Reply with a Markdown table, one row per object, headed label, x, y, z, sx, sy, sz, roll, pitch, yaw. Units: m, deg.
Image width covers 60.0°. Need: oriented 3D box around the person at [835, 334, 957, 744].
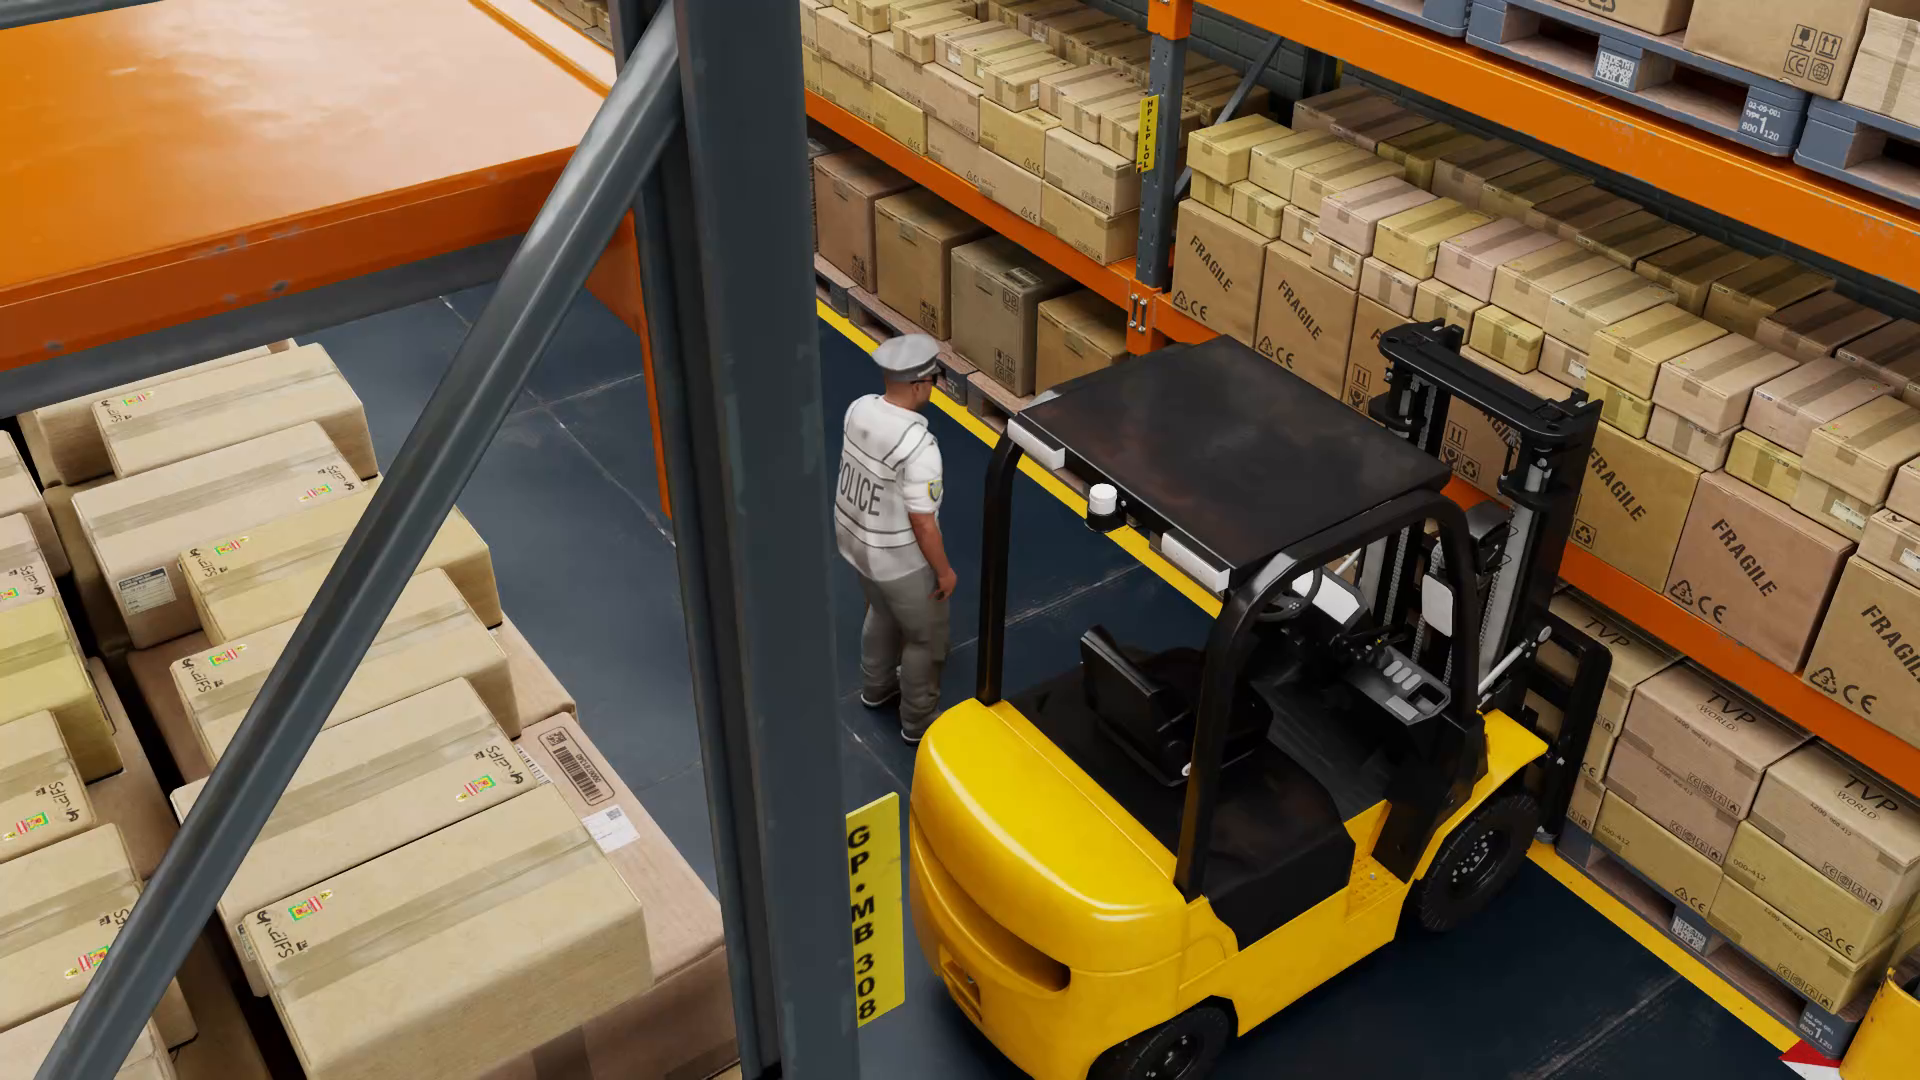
| label | x | y | z | sx | sy | sz | roll | pitch | yaw |
| --- | --- | --- | --- | --- | --- | --- | --- | --- | --- |
| person | -0.250 | 0.020 | 6.613 | 0.434 | 1.749 | 0.585 | -22 | 42 | -28 |
